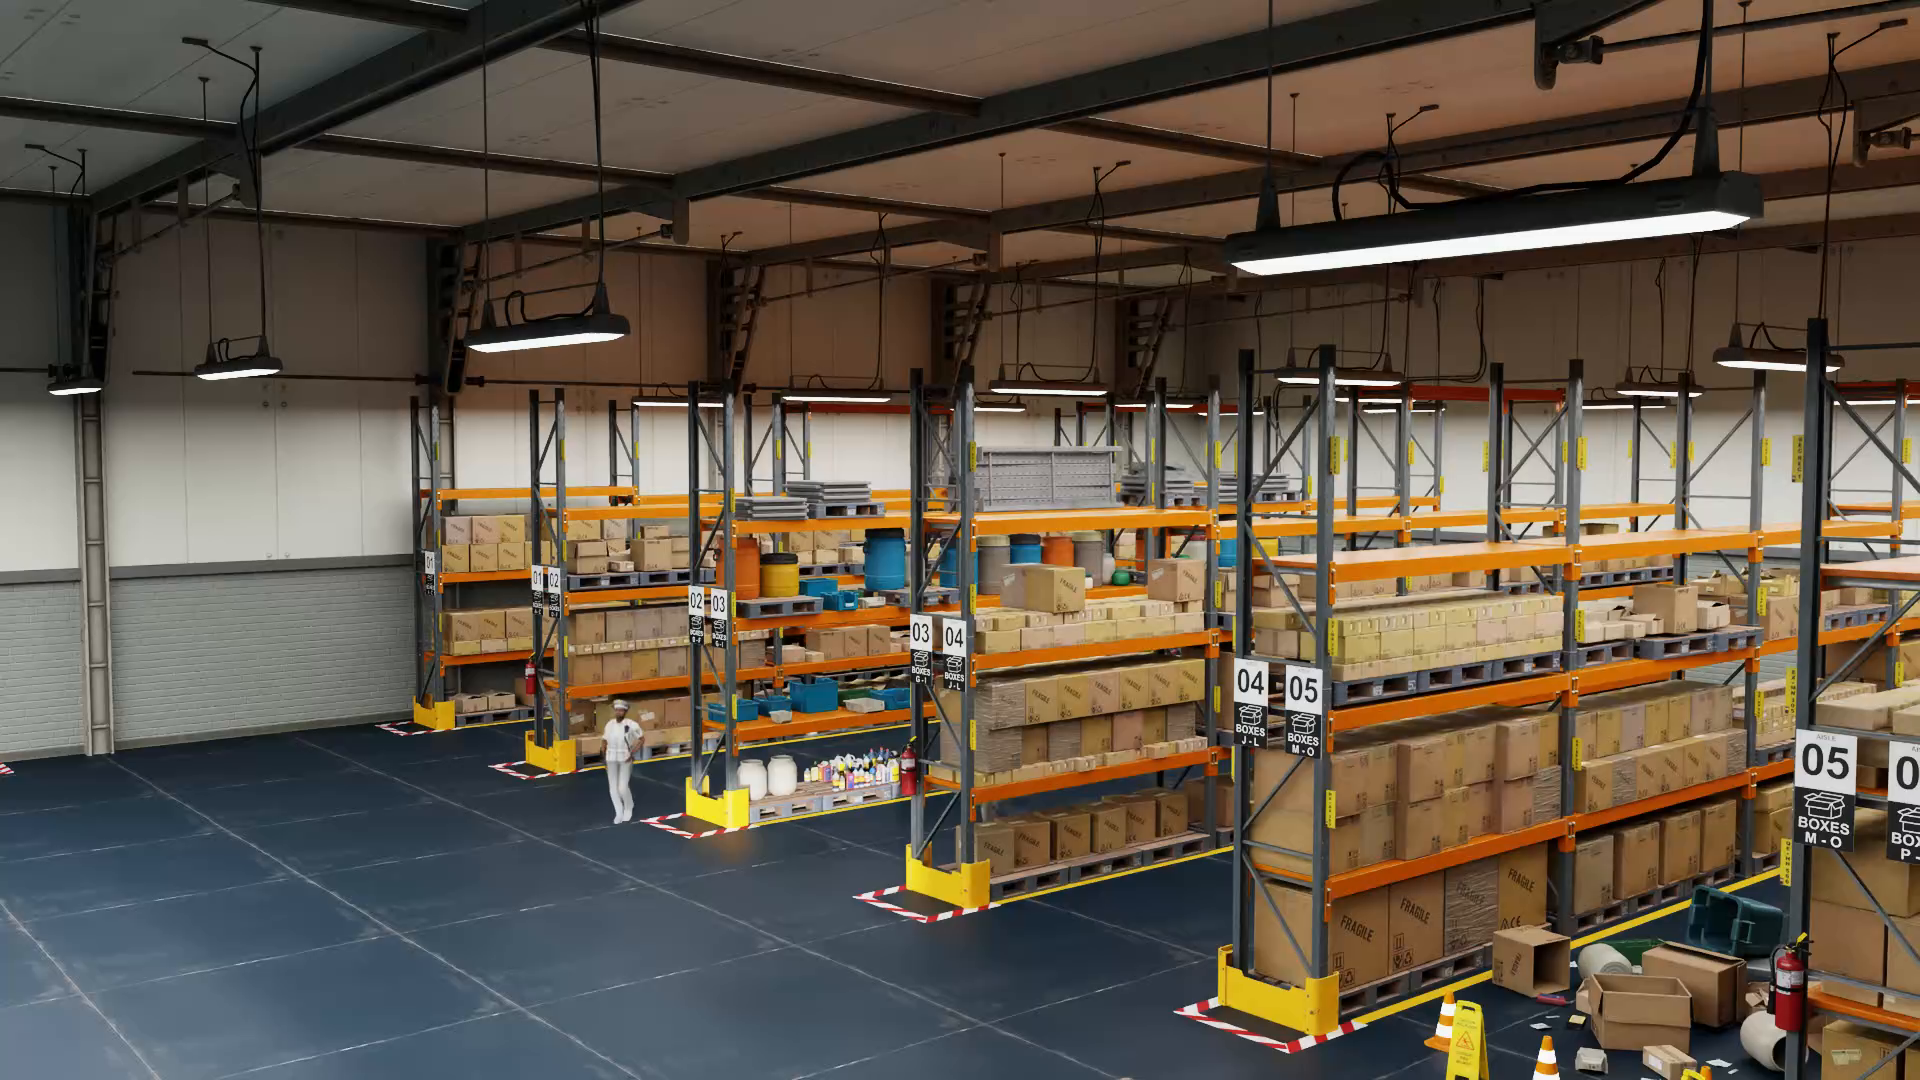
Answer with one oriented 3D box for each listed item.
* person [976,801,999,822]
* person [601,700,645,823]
[{"bbox_3d":[0.390,3.028,21.682,0.691,1.734,0.632,3,5,43],"label":"person"},{"bbox_3d":[-4.611,3.007,22.524,0.582,1.693,0.521,0,3,8],"label":"person"}]
